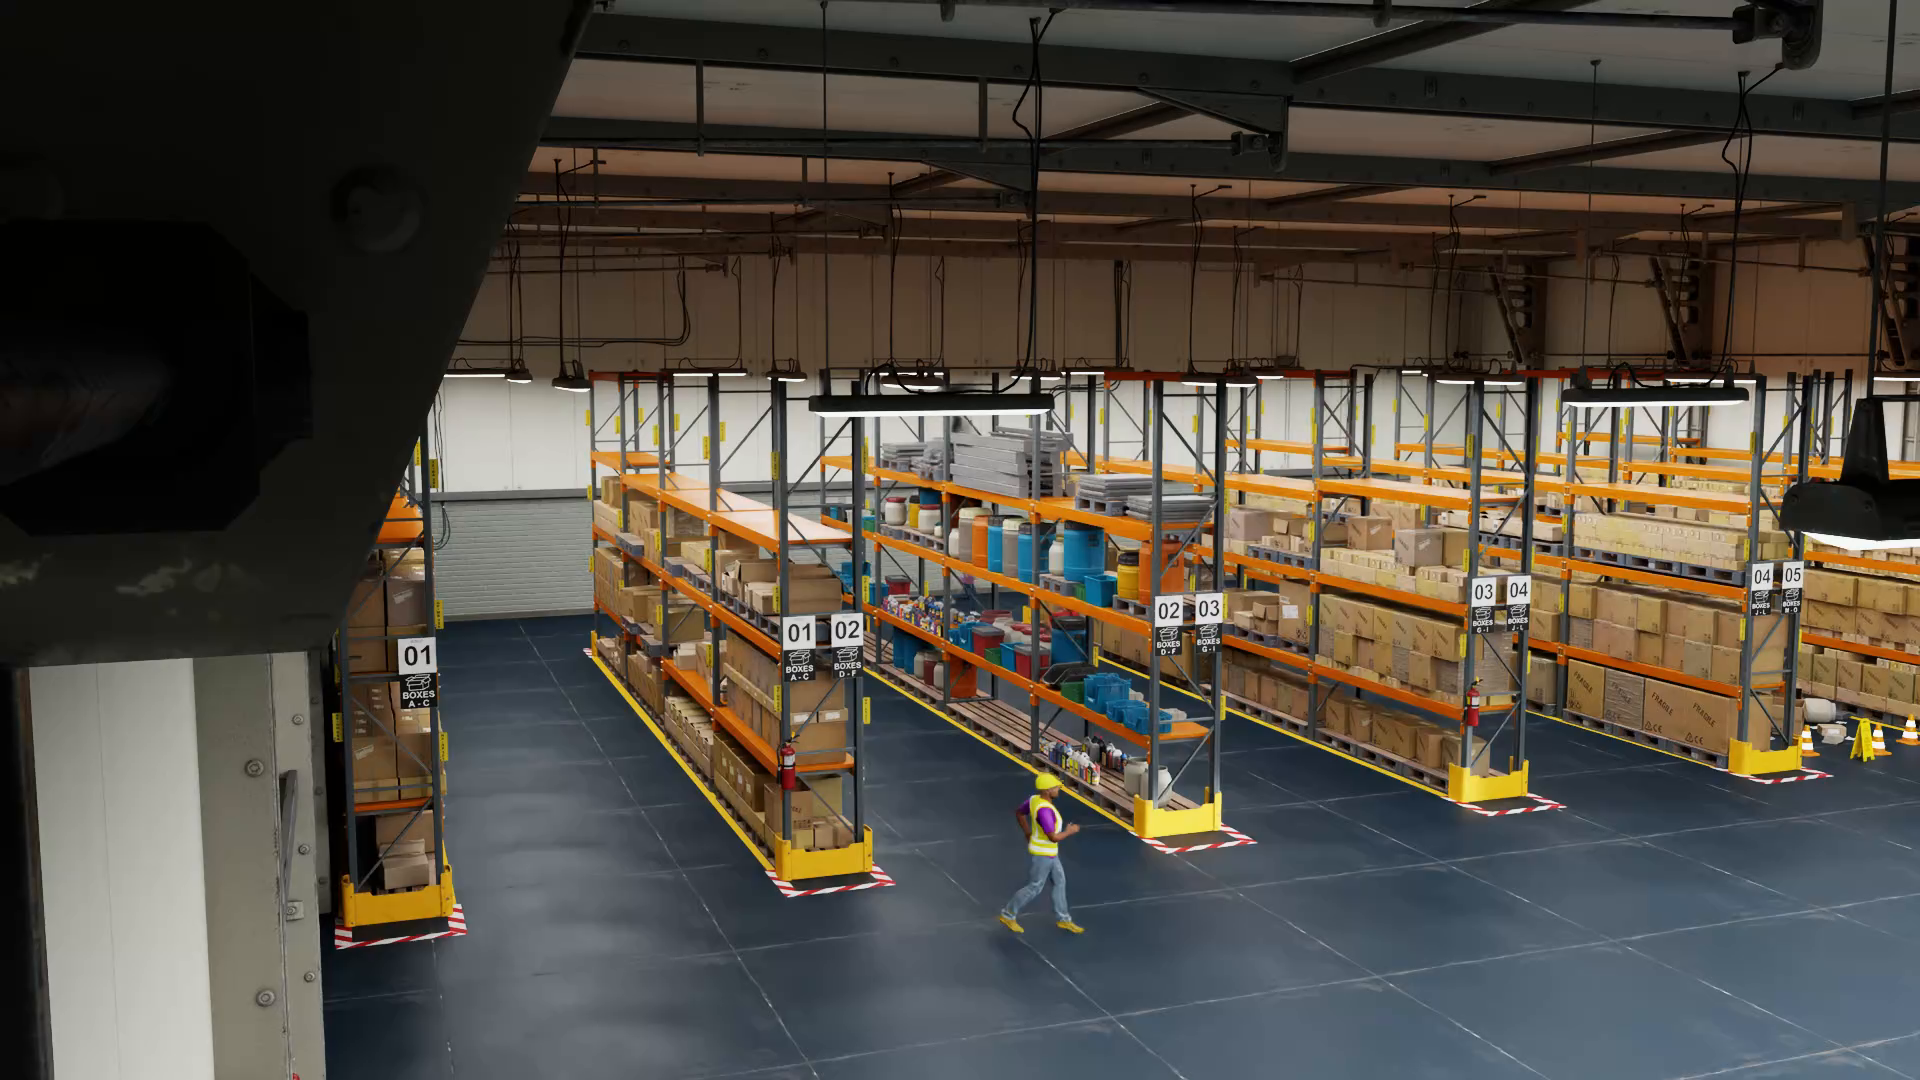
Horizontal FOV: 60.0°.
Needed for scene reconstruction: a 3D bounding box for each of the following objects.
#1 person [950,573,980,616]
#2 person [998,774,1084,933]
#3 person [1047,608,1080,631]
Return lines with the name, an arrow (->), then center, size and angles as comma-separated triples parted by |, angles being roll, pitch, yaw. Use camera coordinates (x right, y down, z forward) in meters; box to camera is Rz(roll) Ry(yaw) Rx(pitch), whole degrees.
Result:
person -> 0.131, 1.065, 40.484 | 0.768, 1.575, 0.552 | 1, 6, 10
person -> 0.888, 3.413, 18.056 | 0.950, 1.781, 0.688 | 0, 6, -1
person -> 2.024, 1.967, 30.991 | 0.635, 1.784, 0.764 | -5, 8, -37
